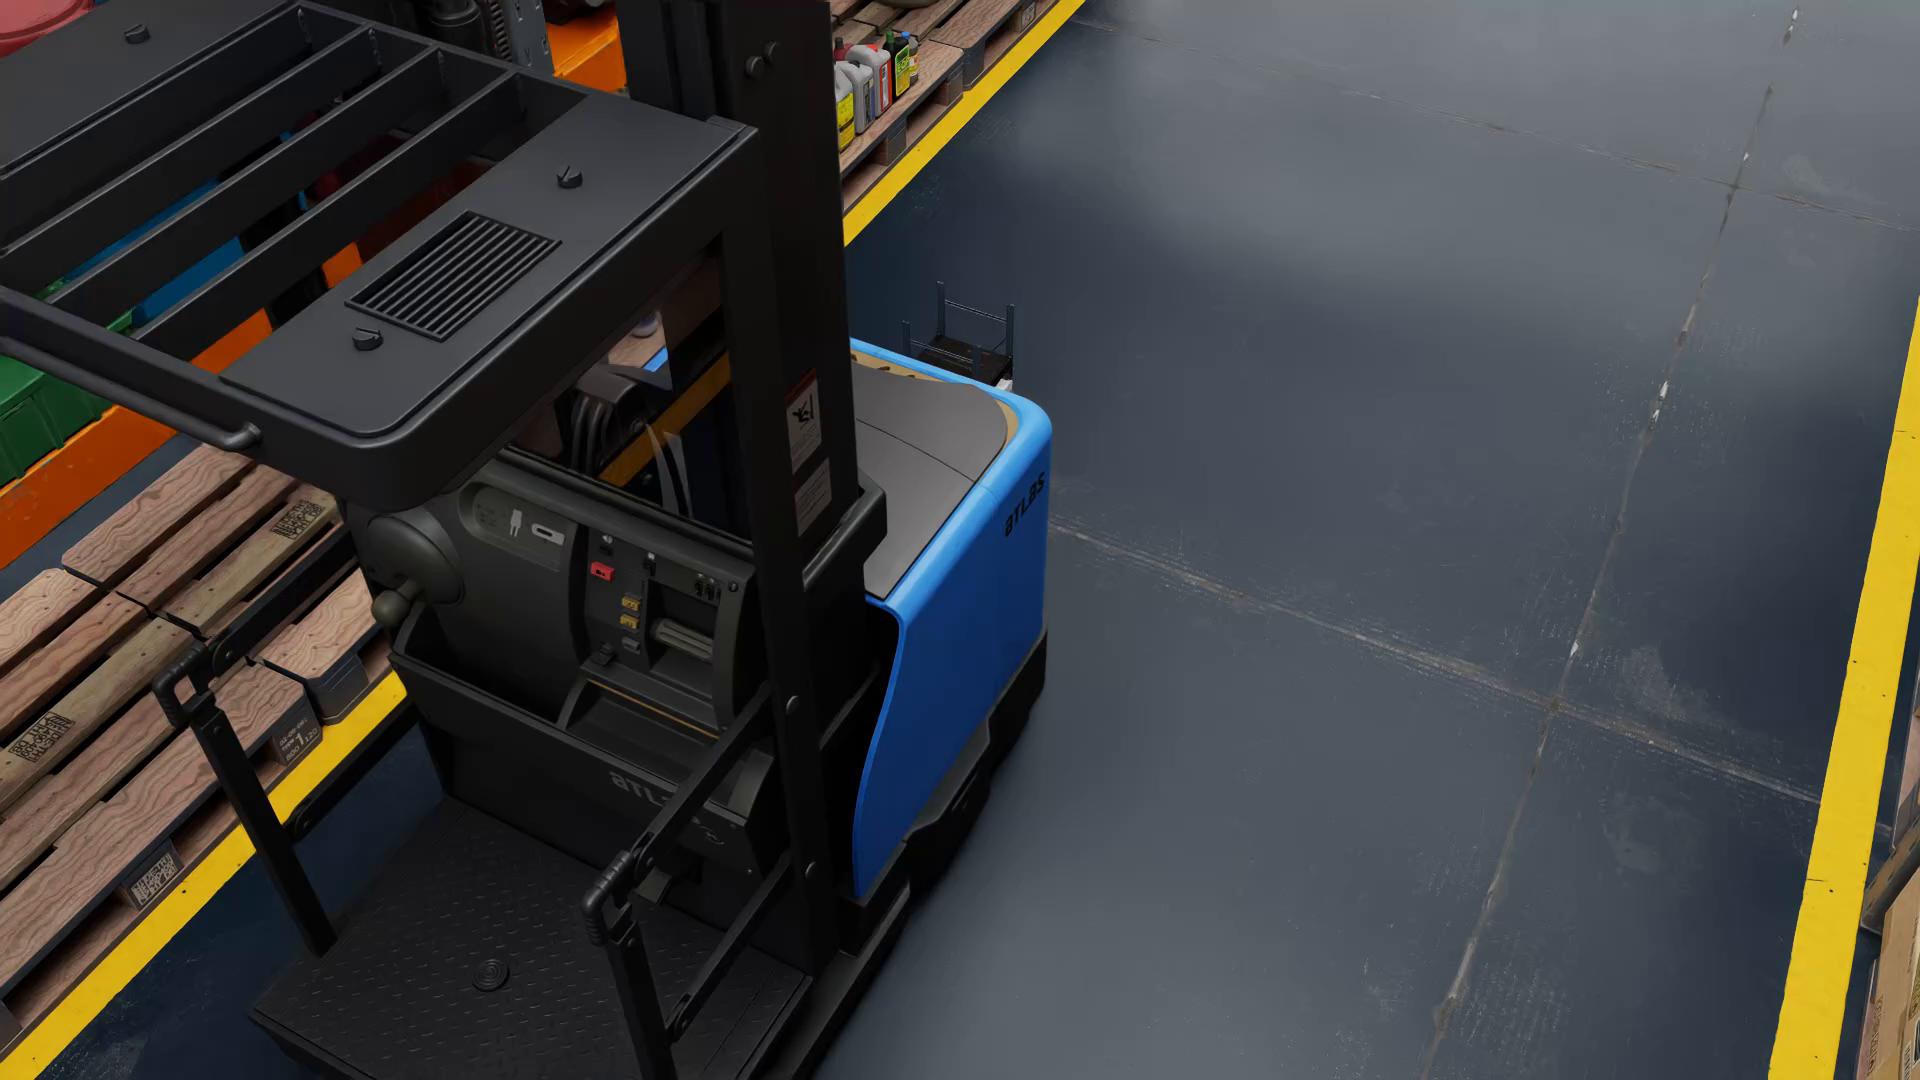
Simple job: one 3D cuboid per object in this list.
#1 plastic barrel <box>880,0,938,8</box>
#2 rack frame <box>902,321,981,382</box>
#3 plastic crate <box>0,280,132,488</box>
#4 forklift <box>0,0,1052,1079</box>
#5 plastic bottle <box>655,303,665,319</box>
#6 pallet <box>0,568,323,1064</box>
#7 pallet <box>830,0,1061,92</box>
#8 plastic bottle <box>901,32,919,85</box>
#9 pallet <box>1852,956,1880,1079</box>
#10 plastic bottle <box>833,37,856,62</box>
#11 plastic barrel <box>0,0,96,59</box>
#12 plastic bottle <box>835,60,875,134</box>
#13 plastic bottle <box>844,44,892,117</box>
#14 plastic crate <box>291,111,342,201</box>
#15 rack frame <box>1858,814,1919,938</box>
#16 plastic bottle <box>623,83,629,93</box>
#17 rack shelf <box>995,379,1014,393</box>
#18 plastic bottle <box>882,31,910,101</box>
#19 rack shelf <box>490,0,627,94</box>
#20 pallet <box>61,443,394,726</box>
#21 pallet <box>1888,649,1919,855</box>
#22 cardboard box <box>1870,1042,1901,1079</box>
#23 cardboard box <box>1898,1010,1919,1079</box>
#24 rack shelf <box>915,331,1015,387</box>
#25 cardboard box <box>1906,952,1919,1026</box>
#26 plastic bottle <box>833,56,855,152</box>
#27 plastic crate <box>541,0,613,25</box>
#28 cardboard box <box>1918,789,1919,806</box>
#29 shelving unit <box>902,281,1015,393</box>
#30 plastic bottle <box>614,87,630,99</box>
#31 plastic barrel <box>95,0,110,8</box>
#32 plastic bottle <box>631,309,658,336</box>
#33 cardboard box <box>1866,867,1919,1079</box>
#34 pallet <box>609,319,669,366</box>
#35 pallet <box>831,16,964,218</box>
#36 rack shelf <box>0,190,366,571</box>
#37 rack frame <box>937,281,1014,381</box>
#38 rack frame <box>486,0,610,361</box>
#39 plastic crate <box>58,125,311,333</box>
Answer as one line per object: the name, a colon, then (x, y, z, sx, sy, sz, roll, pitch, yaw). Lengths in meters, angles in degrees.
plastic barrel: (-0.224, -2.607, 7.171, 0.421, 0.512, 0.421, 0, 45, 0)
rack frame: (-0.051, -0.247, 4.862, 0.240, 0.900, 0.006, 20, 49, 19)
plastic crate: (-2.169, -0.304, 3.591, 0.450, 0.188, 0.662, 20, 49, 19)
forklift: (-0.902, 0.157, 3.034, 1.130, 2.935, 3.031, 21, 49, 20)
plastic bottle: (-1.027, -0.860, 5.649, 0.097, 0.201, 0.097, 0, 45, 0)
pallet: (-2.506, 0.690, 4.420, 1.003, 0.211, 1.213, 20, 49, 19)
pallet: (-0.129, -2.535, 7.607, 1.003, 0.211, 1.213, 20, 49, 19)
plastic bottle: (-0.218, -1.958, 6.735, 0.097, 0.201, 0.097, 0, 45, 0)
pallet: (2.467, 1.526, 3.594, 1.003, 0.211, 1.213, 20, 49, 19)
plastic bottle: (-0.454, -1.872, 6.592, 0.061, 0.283, 0.133, 20, 49, 19)
plastic barrel: (-2.249, -1.087, 4.119, 0.433, 0.535, 0.433, 0, 45, 0)
plastic bottle: (-0.424, -1.747, 6.474, 0.152, 0.276, 0.135, 19, 48, 18)
plastic bottle: (-0.359, -1.835, 6.560, 0.152, 0.276, 0.135, 21, 49, 19)
plastic crate: (-1.565, -1.186, 4.268, 0.402, 0.464, 0.583, 20, 49, 19)
rack frame: (2.775, 0.069, 3.073, 1.000, 3.000, 0.127, 20, 49, 19)
plastic bottle: (-1.249, -1.693, 6.420, 0.152, 0.276, 0.135, 21, 49, 20)
rack shelf: (-0.004, -0.414, 4.821, 0.258, 0.077, 0.200, 20, 49, 19)
plastic bottle: (-0.256, -1.908, 6.627, 0.061, 0.283, 0.133, 22, 49, 20)
rack shelf: (-0.682, -2.576, 6.193, 1.077, 0.370, 4.000, 20, 49, 19)
pallet: (-1.941, -0.081, 5.182, 1.003, 0.211, 1.213, 20, 49, 19)
pallet: (3.181, 0.562, 4.546, 1.003, 0.211, 1.213, 20, 49, 19)
cardboard box: (2.130, 1.381, 3.414, 0.500, 0.250, 0.500, 22, 49, 20)
cardboard box: (2.125, 1.182, 3.216, 0.500, 0.311, 0.500, 20, 49, 19)
rack shelf: (-0.004, -0.478, 4.757, 0.258, 0.077, 0.200, 20, 49, 19)
cardboard box: (2.362, 0.869, 3.526, 0.500, 0.311, 0.500, 21, 49, 19)
plastic bottle: (-0.497, -1.668, 6.343, 0.144, 0.351, 0.185, 22, 49, 21)
plastic crate: (-1.255, -1.835, 4.998, 0.767, 0.338, 0.504, 20, 49, 19)
cardboard box: (2.797, 0.523, 4.262, 0.500, 0.250, 0.500, 20, 49, 19)
shelving unit: (-0.004, -0.311, 4.925, 0.258, 0.900, 0.210, 20, 49, 19)
plastic bottle: (-1.328, -1.618, 6.293, 0.144, 0.351, 0.185, 20, 49, 19)
plastic barrel: (-2.058, -1.602, 4.372, 0.600, 0.901, 0.708, 20, 49, 19)
plastic bottle: (-1.075, -0.821, 5.561, 0.097, 0.271, 0.097, 0, 45, 0)
cardboard box: (2.368, 1.060, 3.732, 0.500, 0.250, 0.500, 19, 48, 18)
pallet: (-1.262, -0.998, 6.088, 1.003, 0.211, 1.213, 20, 49, 19)
pallet: (-0.697, -1.770, 6.851, 1.003, 0.211, 1.213, 20, 49, 19)
rack shelf: (-2.539, -0.056, 3.703, 1.077, 0.370, 4.000, 20, 49, 19)
rack frame: (0.043, -0.375, 4.988, 0.240, 0.900, 0.006, 20, 49, 19)
rack frame: (-1.611, -1.569, 4.692, 1.000, 3.000, 0.127, 20, 49, 19)
plastic crate: (-1.847, -0.766, 3.909, 0.392, 0.384, 0.575, 20, 49, 19)
